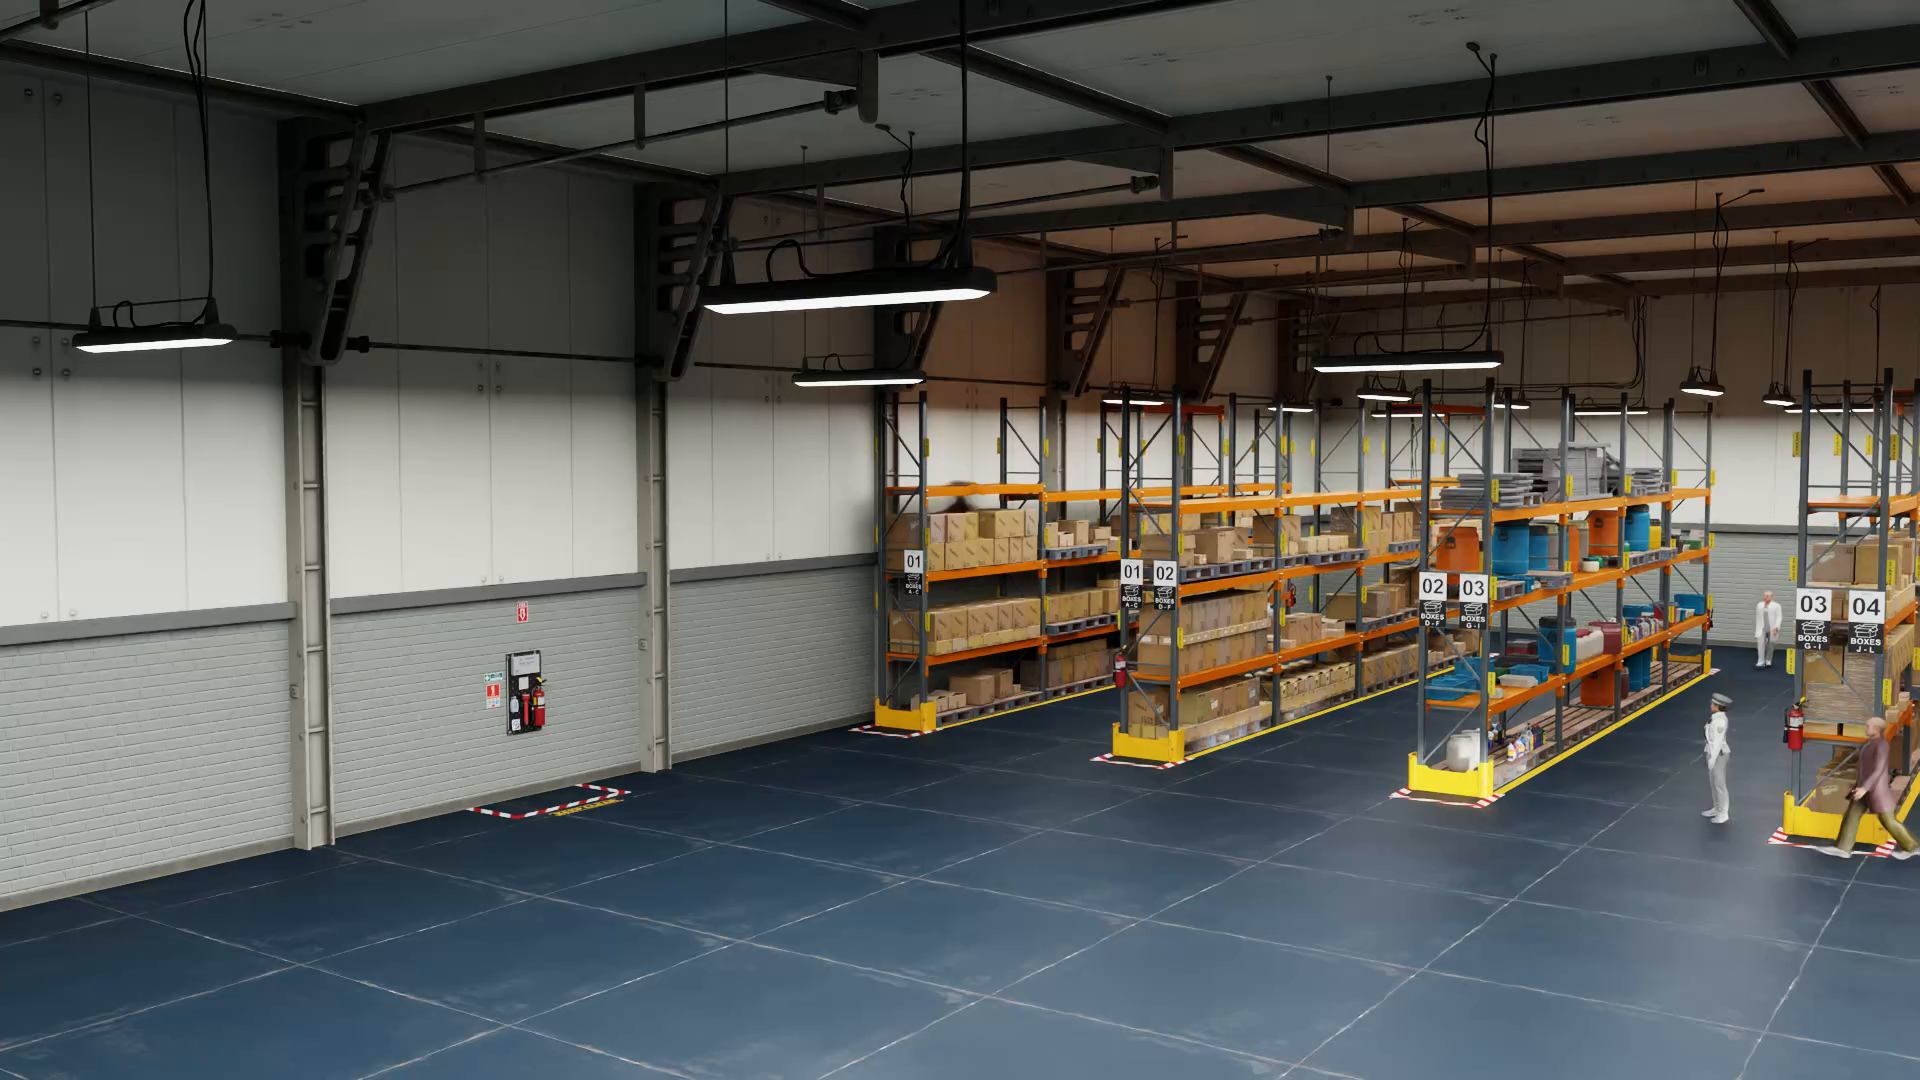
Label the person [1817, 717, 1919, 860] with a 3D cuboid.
[{"bbox_3d":[11.039,3.020,20.102,1.118,1.727,0.560,0,3,5],"label":"person"}]

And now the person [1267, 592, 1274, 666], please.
[{"bbox_3d":[7.088,2.040,38.391,0.488,1.703,0.533,-2,4,-32],"label":"person"}]

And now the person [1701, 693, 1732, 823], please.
[{"bbox_3d":[10.178,2.923,22.393,0.378,1.727,0.497,0,3,7],"label":"person"}]

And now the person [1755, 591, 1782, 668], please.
[{"bbox_3d":[18.297,2.023,37.651,0.550,1.719,1.115,1,3,25],"label":"person"}]
